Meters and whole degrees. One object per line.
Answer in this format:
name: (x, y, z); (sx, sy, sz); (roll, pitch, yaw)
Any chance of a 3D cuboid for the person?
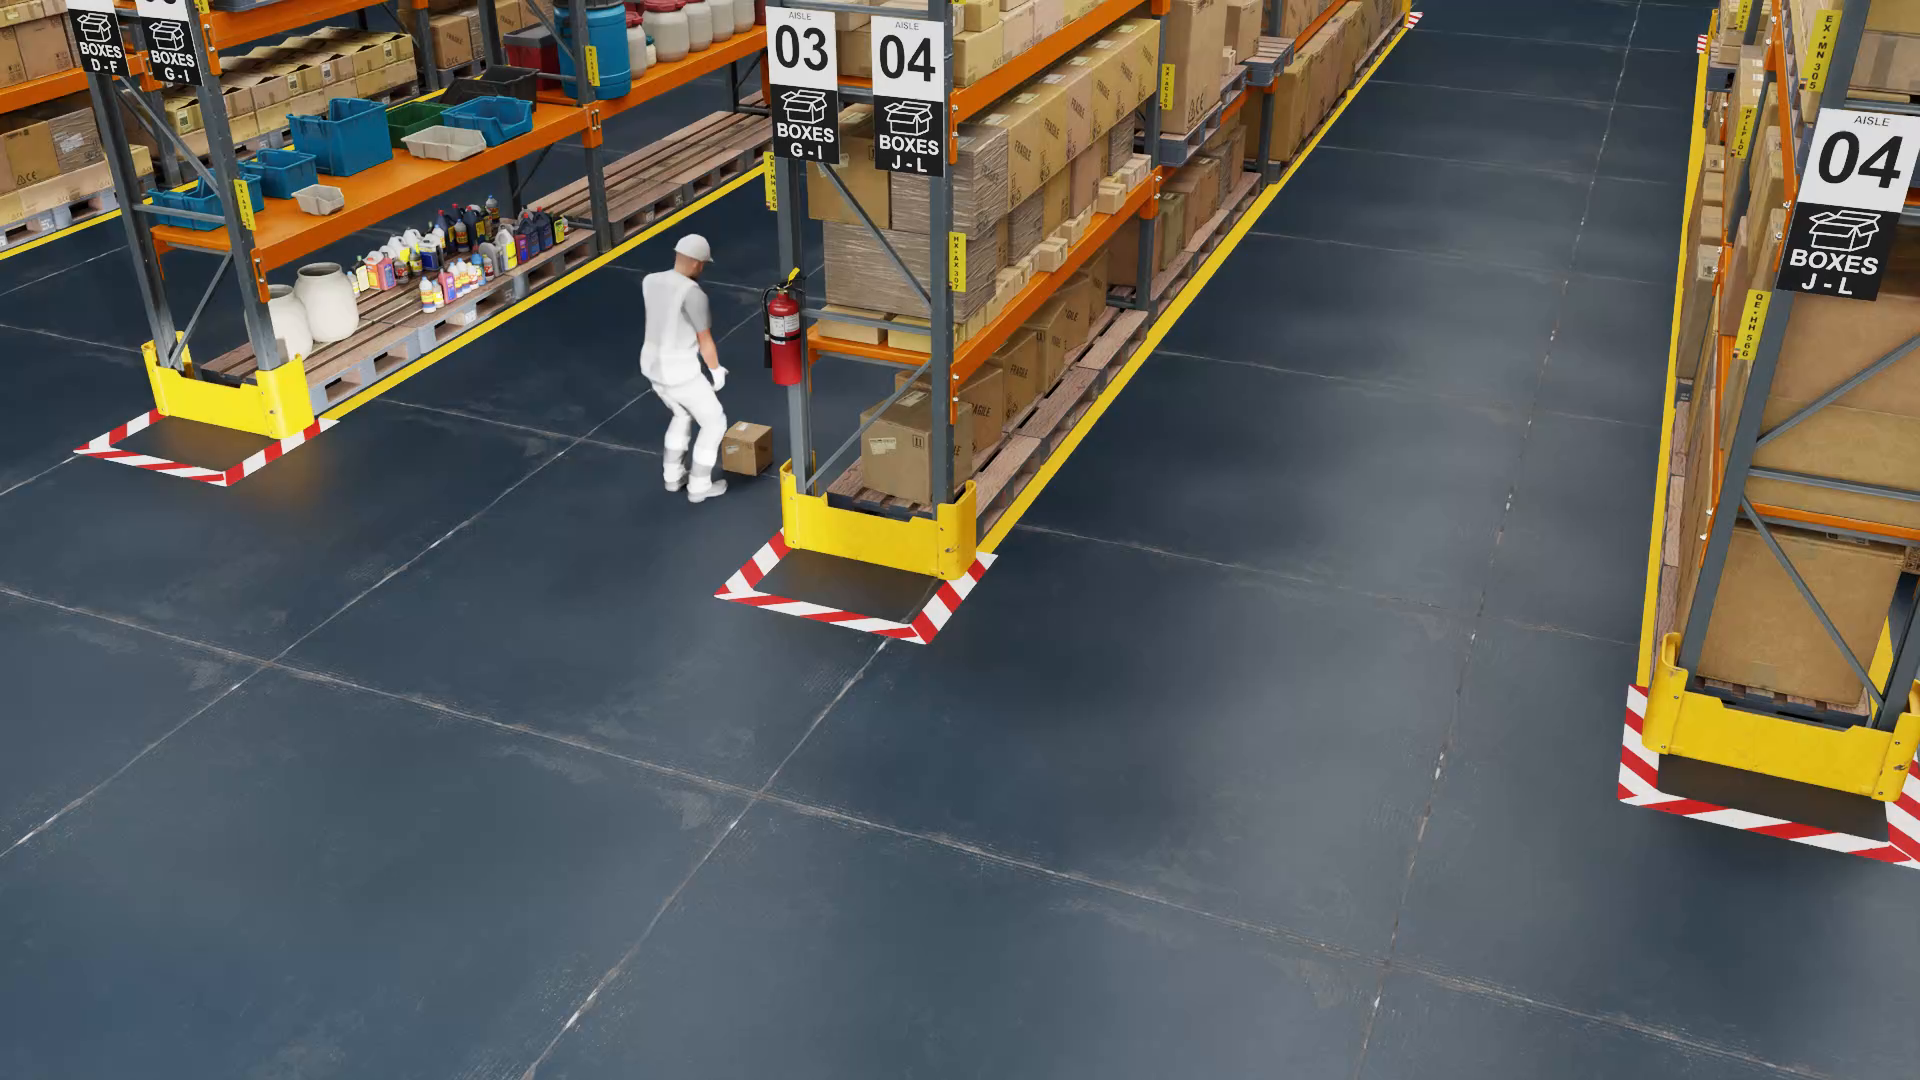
person: (-1.725, -1.080, 10.423); (0.560, 1.666, 0.558); (26, 38, 38)
